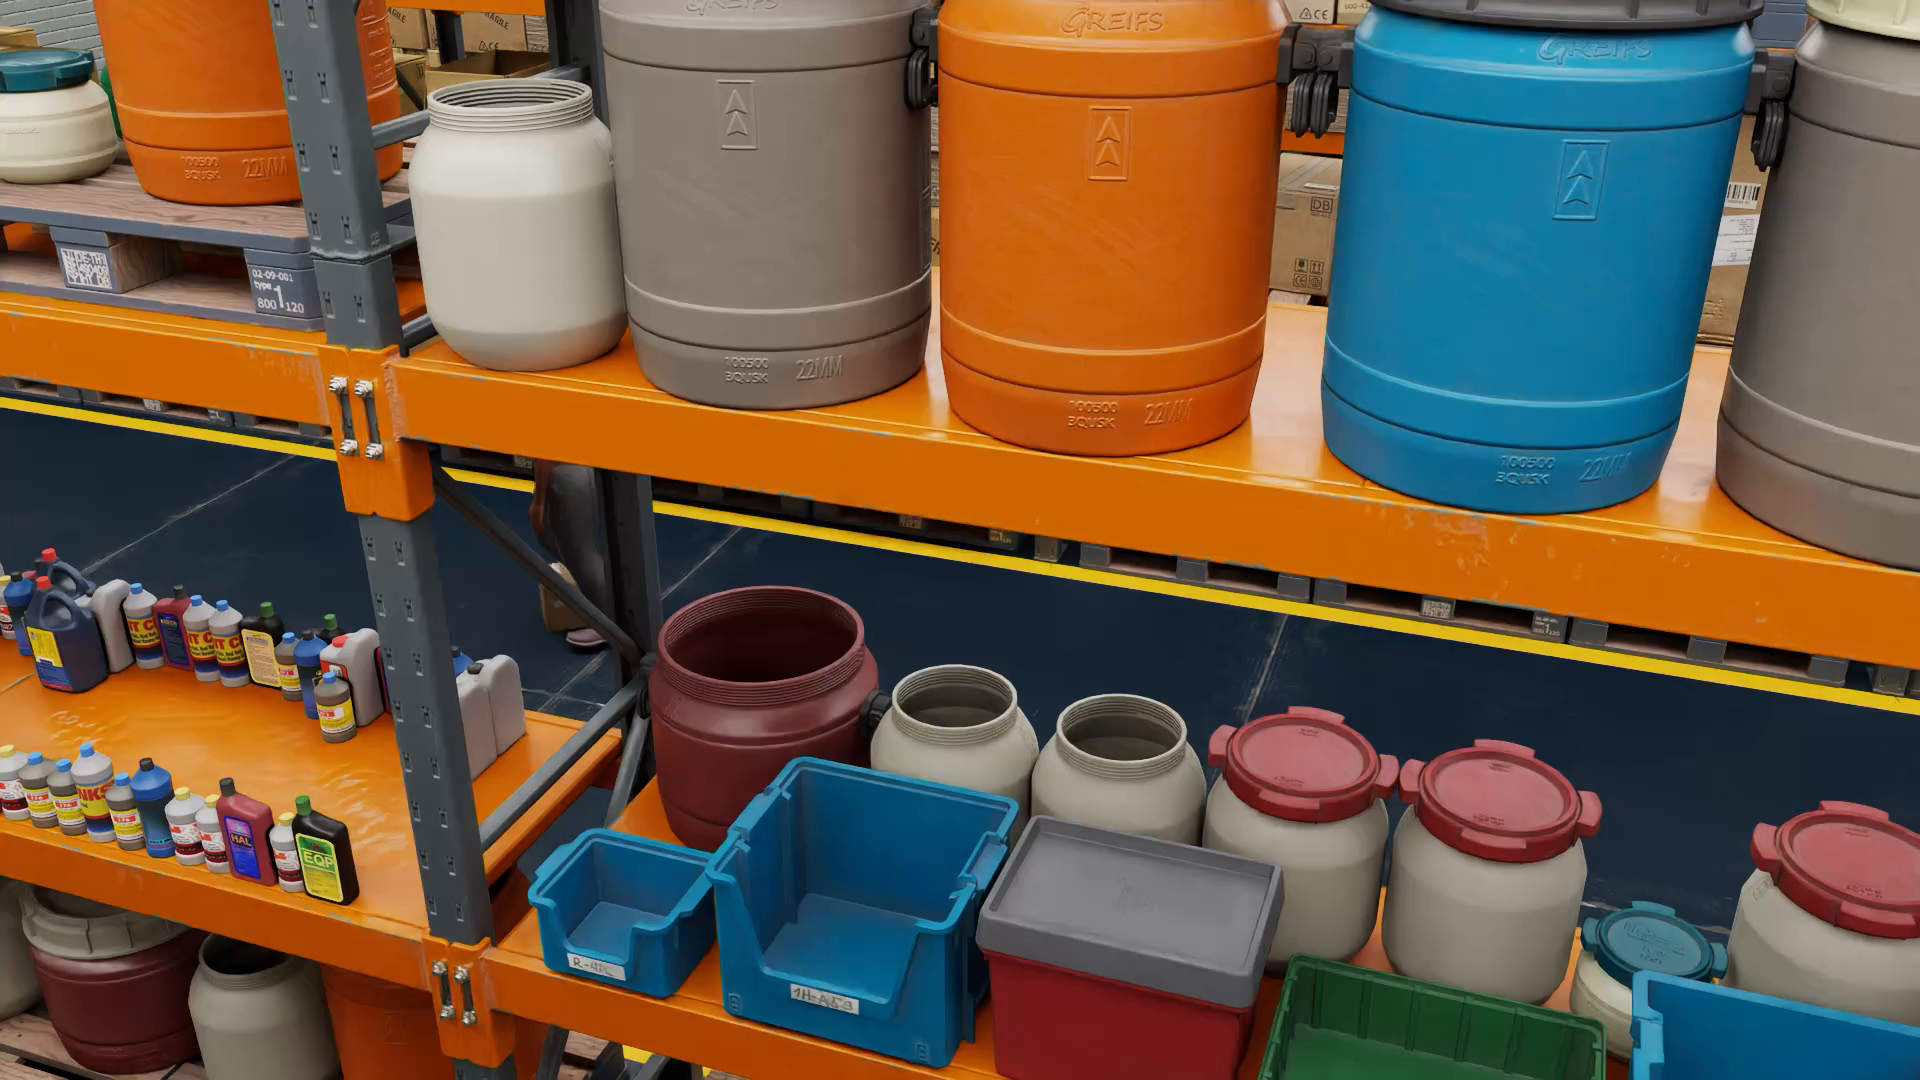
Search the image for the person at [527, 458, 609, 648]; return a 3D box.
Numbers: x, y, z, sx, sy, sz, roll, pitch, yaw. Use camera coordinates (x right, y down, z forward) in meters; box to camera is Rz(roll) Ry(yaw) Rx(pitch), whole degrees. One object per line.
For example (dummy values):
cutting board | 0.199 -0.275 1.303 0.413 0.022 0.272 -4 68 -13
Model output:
person | -1.806 -0.272 7.642 0.435 1.660 0.475 -3 26 -5
